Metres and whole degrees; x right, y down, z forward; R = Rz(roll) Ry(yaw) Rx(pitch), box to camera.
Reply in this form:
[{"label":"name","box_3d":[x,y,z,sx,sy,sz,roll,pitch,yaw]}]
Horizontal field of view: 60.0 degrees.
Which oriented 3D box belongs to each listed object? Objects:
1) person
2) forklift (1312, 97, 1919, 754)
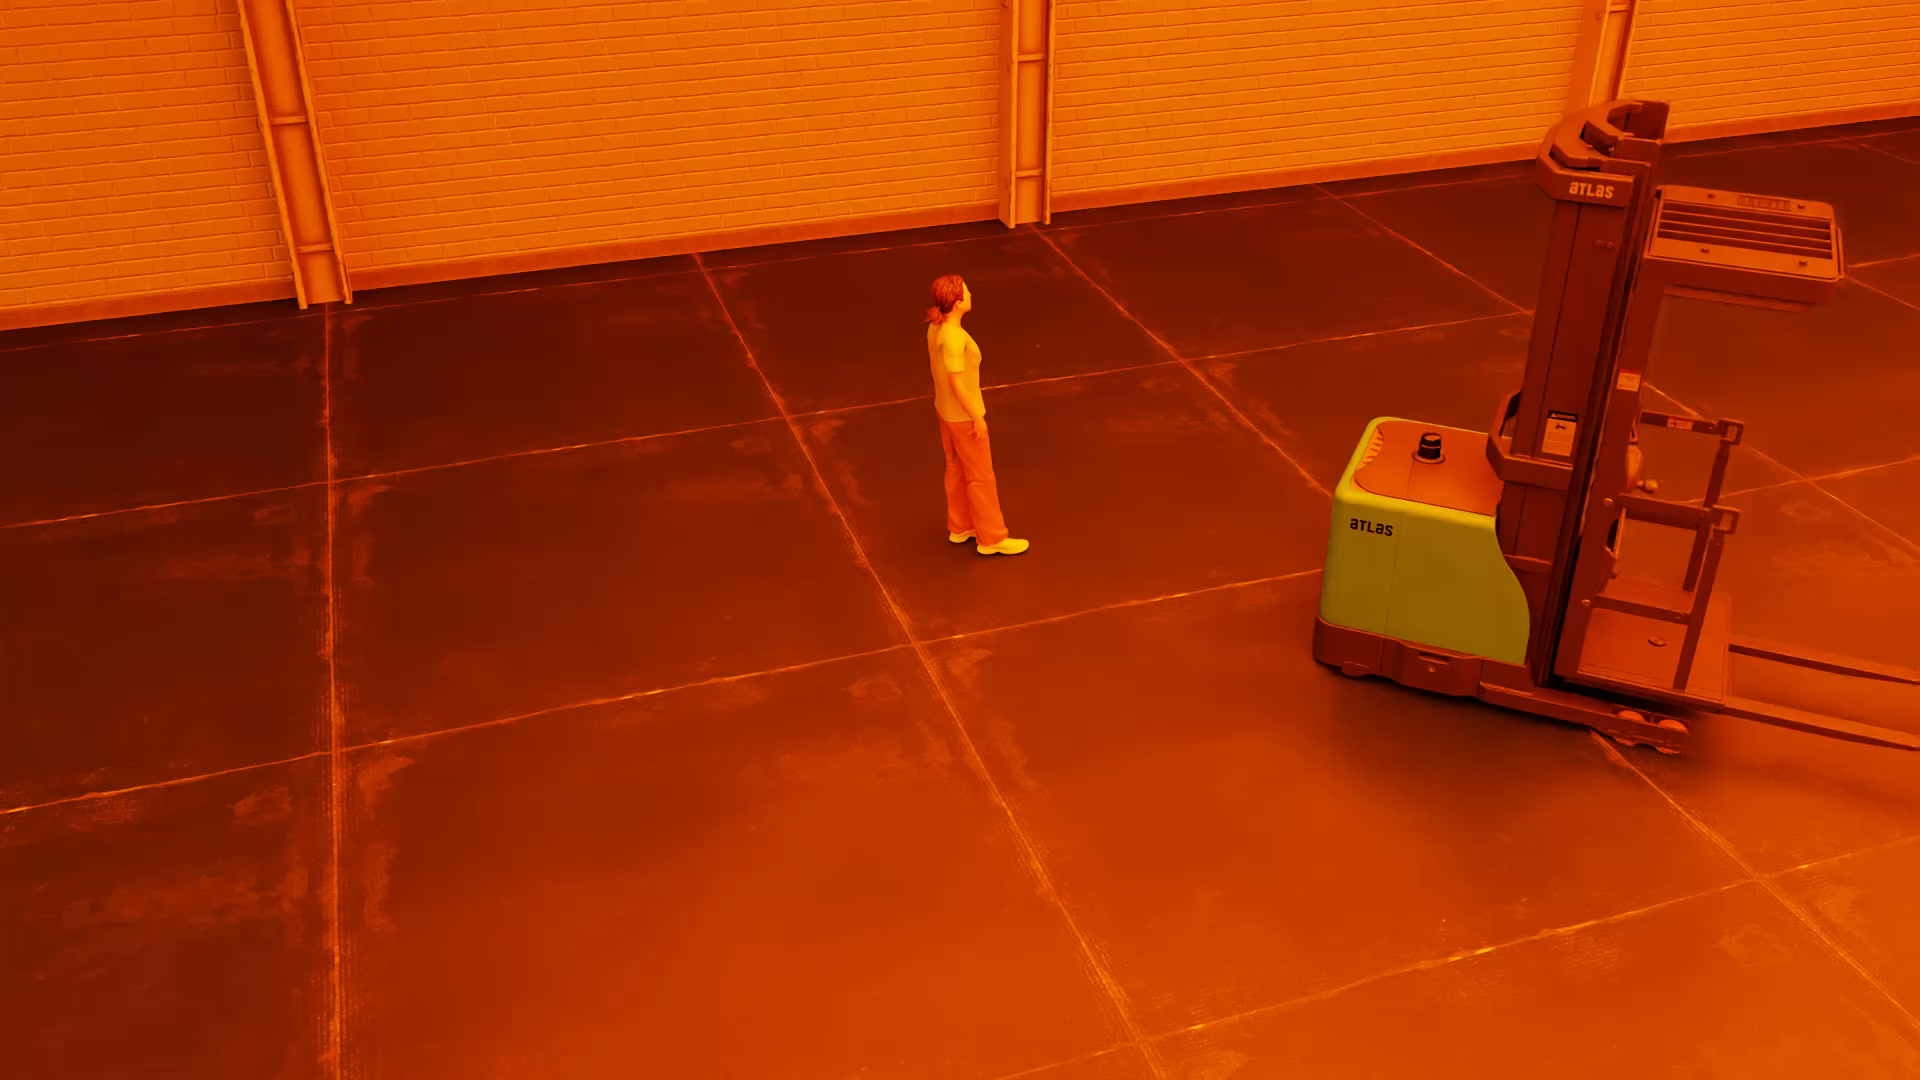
[{"label":"person","box_3d":[0.073,-0.739,9.615,0.549,1.675,0.553,-10,31,-16]},{"label":"forklift","box_3d":[3.434,-0.518,7.988,3.031,2.935,1.130,12,32,20]}]
